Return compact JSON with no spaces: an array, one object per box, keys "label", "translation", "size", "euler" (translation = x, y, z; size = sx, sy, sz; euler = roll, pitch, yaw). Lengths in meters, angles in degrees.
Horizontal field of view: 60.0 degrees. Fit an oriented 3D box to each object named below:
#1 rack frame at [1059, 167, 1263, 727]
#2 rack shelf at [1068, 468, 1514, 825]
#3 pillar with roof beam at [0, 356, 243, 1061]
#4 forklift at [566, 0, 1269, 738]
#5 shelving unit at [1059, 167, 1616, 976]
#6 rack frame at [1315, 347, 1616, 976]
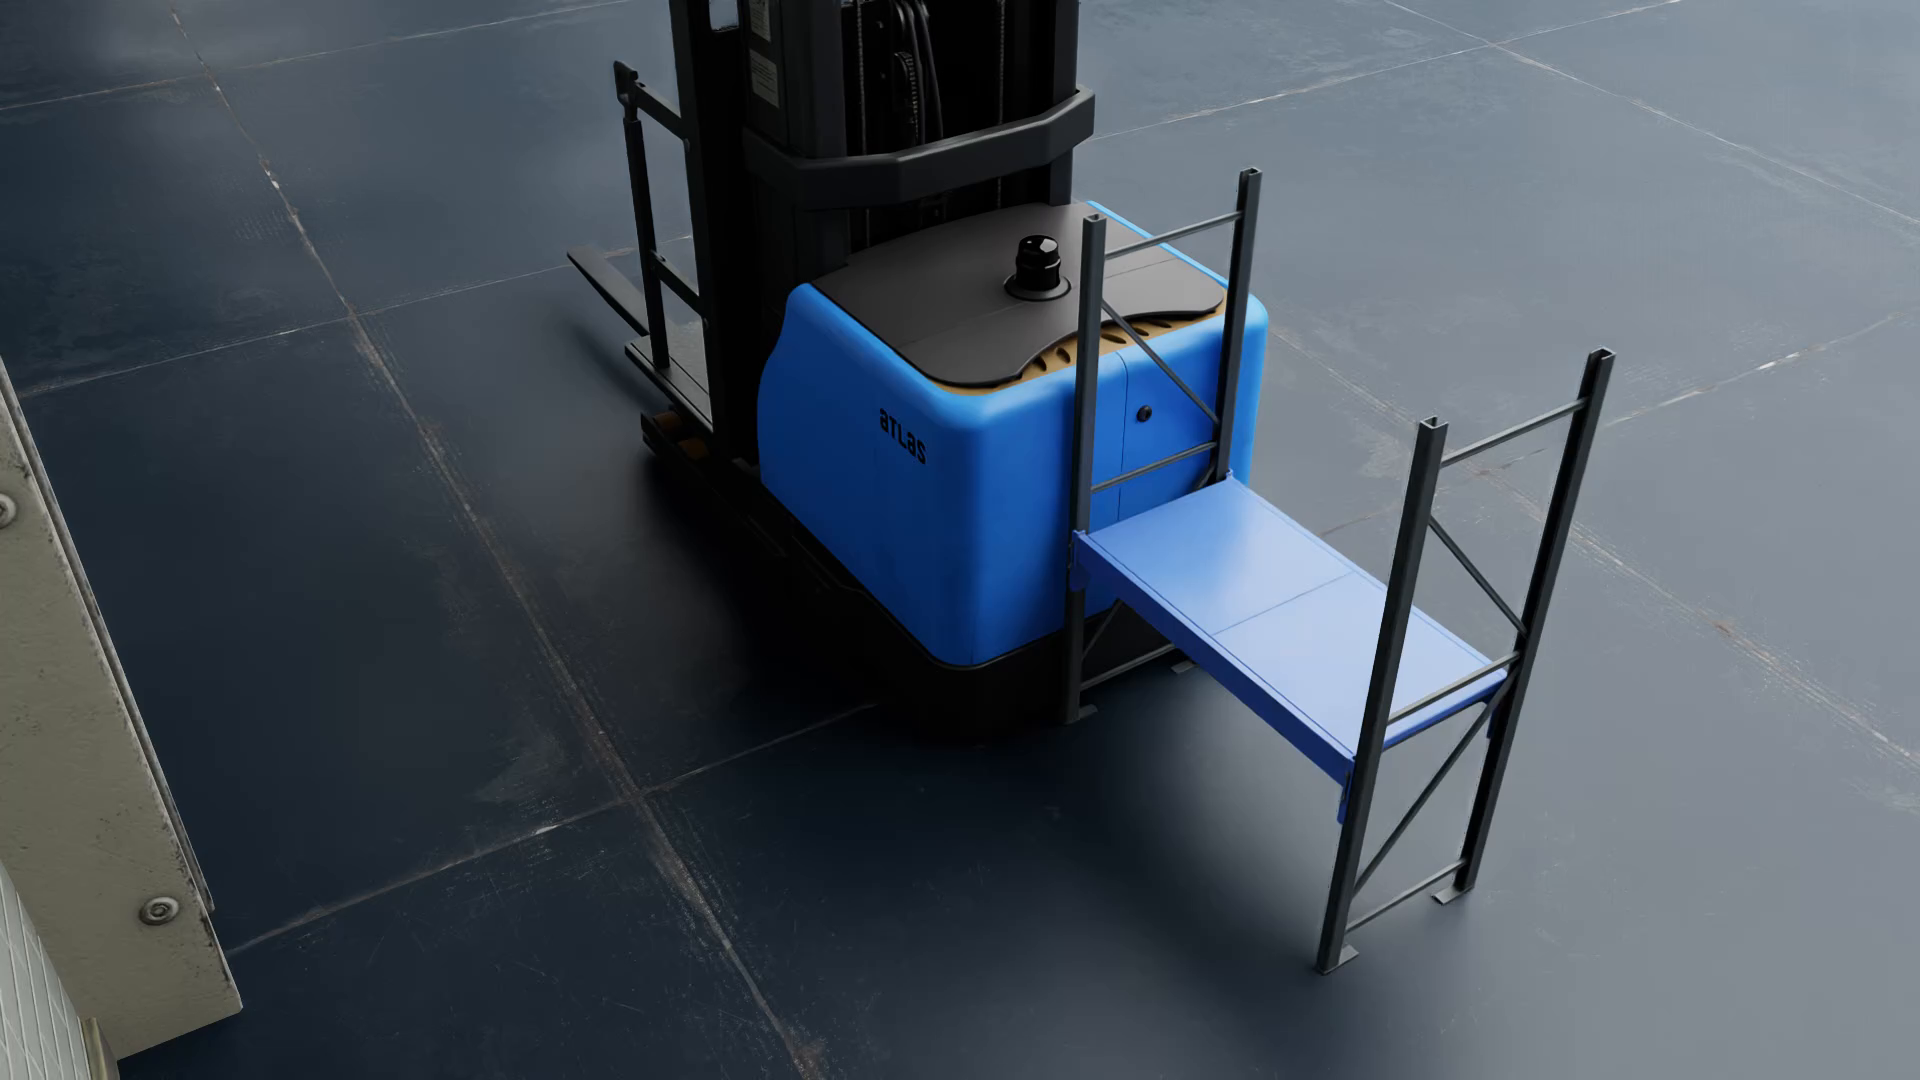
[{"label":"rack frame","translation":[0.490,-0.183,4.229],"size":[0.500,1.500,0.032],"euler":[-21,41,-26]},{"label":"rack shelf","translation":[0.768,0.213,3.991],"size":[0.538,0.185,1.000],"euler":[-21,41,-26]},{"label":"pillar with roof beam","translation":[1.858,-3.895,2.953],"size":[9.100,9.000,0.400],"euler":[-19,40,-24]},{"label":"forklift","translation":[-0.412,-1.492,4.808],"size":[1.130,2.935,3.031],"euler":[-21,41,-26]},{"label":"shelving unit","translation":[0.768,0.068,3.885],"size":[0.538,1.500,1.048],"euler":[-21,41,-26]},{"label":"rack frame","translation":[1.046,0.319,3.541],"size":[0.500,1.500,0.032],"euler":[-21,41,-26]}]
